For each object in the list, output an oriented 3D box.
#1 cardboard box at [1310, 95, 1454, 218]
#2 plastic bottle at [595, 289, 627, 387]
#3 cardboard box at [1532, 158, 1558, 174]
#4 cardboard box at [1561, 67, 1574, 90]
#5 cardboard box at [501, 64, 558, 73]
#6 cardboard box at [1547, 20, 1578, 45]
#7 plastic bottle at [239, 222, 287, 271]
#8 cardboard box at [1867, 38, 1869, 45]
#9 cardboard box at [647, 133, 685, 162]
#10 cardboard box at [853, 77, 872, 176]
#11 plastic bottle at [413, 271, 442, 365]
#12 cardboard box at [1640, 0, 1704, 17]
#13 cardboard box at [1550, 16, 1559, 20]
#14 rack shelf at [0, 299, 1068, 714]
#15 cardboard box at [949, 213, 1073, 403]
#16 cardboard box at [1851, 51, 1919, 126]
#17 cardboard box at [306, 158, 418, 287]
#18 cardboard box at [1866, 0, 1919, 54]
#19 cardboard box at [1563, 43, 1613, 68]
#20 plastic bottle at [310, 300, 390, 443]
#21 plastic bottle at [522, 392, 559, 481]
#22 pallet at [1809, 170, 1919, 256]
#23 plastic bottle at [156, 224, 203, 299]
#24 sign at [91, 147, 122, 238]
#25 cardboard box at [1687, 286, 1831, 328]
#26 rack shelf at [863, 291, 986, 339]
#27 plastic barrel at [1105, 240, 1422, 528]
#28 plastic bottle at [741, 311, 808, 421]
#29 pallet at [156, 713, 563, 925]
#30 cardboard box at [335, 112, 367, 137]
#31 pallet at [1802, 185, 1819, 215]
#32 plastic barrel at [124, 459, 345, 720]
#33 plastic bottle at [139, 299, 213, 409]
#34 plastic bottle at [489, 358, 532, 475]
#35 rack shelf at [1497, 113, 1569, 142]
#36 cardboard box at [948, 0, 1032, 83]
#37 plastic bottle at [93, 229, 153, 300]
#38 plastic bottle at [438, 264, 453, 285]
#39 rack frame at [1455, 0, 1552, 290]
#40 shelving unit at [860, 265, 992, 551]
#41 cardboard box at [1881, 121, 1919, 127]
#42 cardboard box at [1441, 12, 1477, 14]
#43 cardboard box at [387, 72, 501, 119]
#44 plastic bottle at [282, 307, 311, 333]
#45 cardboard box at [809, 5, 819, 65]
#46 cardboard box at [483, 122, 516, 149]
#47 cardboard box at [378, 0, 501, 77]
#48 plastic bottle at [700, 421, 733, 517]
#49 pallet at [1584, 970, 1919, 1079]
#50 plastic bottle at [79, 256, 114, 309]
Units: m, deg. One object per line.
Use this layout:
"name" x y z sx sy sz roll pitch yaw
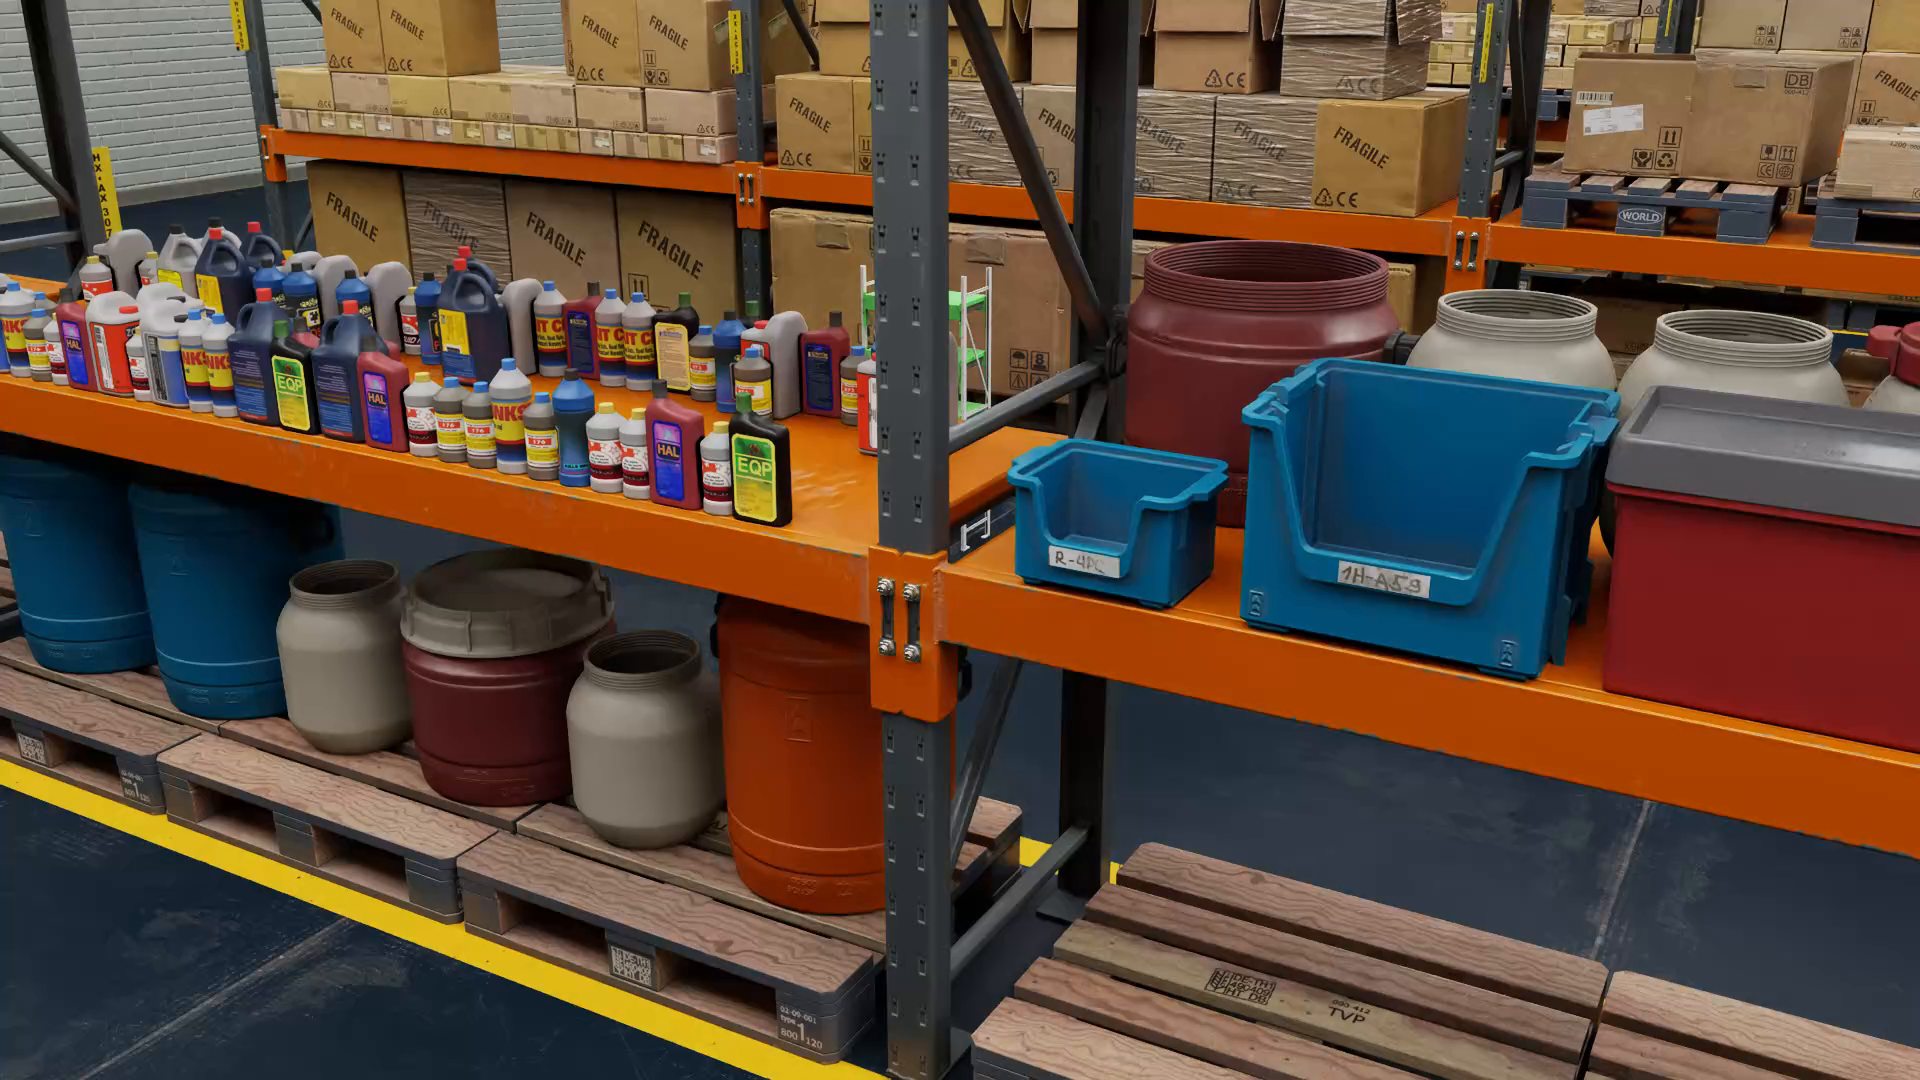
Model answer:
"cardboard box" 1.989 -1.821 7.840 0.500 0.500 0.500 12 23 29
"plastic bottle" -0.989 -0.580 4.755 0.097 0.271 0.097 0 20 0
"cardboard box" 4.323 -2.636 12.184 0.500 0.250 0.500 10 22 26
"cardboard box" 4.393 -3.250 11.679 0.250 0.149 0.380 11 23 28
"cardboard box" -3.004 -2.995 11.007 0.500 0.250 0.500 10 22 25
"cardboard box" 4.179 -3.572 11.694 0.250 0.149 0.380 10 22 27
"plastic bottle" -2.243 -0.847 5.374 0.185 0.351 0.144 11 23 27
"cardboard box" 8.244 -4.518 15.174 0.250 0.149 0.380 11 23 28
"cardboard box" -1.602 -2.309 9.700 0.250 0.149 0.380 11 23 28
"cardboard box" -0.232 -2.244 9.006 0.500 0.500 0.500 11 23 27
"plastic bottle" -1.584 -0.670 5.002 0.097 0.271 0.097 0 20 0
"cardboard box" 6.795 -5.241 15.803 0.500 0.500 0.500 10 22 26
"cardboard box" 4.291 -3.805 12.337 0.250 0.149 0.380 11 23 27
"rack shelf" -1.621 -0.286 4.809 4.000 0.370 1.077 11 23 27
"cardboard box" 0.398 -1.381 9.273 0.875 0.875 1.225 10 22 25
"cardboard box" 6.194 -2.950 10.952 0.500 0.500 0.500 11 23 27
"cardboard box" -3.845 -2.212 11.565 0.875 0.875 0.875 11 23 27
"cardboard box" 6.326 -3.497 10.993 0.500 0.500 0.700 10 22 26
"cardboard box" 4.395 -3.391 11.632 0.250 0.149 0.380 11 23 28
"plastic bottle" -1.552 -0.437 4.245 0.185 0.351 0.144 11 23 27
"plastic bottle" -0.984 -0.250 3.947 0.097 0.201 0.097 0 20 0
"pallet" 4.289 -1.359 6.993 1.213 0.211 1.003 11 23 27
"plastic bottle" -2.475 -0.835 5.341 0.185 0.351 0.144 11 23 27
"sign" -3.097 -1.250 6.007 0.005 0.325 0.100 11 23 27
"cardboard box" 3.609 -0.963 7.541 0.500 0.250 0.500 14 24 33
"rack shelf" -0.144 -0.983 7.095 0.480 0.148 0.258 11 23 27
"plastic barrel" 0.678 -0.368 3.782 0.708 0.536 0.600 11 23 27
"plastic bottle" -0.499 -0.478 4.467 0.135 0.276 0.152 11 23 27
"pallet" -1.644 0.697 5.133 1.213 0.211 1.003 11 23 27
"cardboard box" -3.846 -2.736 10.878 0.250 0.149 0.380 10 22 26
"pallet" 8.055 -3.275 16.084 1.213 0.211 1.003 11 23 27
"plastic barrel" -2.282 0.046 5.302 0.708 0.901 0.600 11 23 27
"plastic bottle" -2.137 -0.515 4.569 0.135 0.276 0.152 11 23 27
"plastic bottle" -1.069 -0.299 3.979 0.097 0.271 0.097 0 20 0
"rack shelf" 3.302 -3.220 12.899 4.000 0.370 1.077 11 23 27
"cardboard box" 0.204 -2.728 8.870 0.637 0.503 0.797 11 23 28
"plastic bottle" -2.865 -0.929 5.709 0.135 0.276 0.152 11 23 27
"plastic bottle" -1.561 -0.702 5.073 0.133 0.283 0.061 11 23 27
"rack frame" 2.541 -1.766 7.835 0.127 3.000 1.000 11 23 27
"shelving unit" -0.144 -0.592 7.236 0.503 1.200 0.258 11 23 27
"cardboard box" 4.128 -1.703 7.243 0.258 0.266 0.396 10 22 26
"cardboard box" 5.025 -5.219 16.840 0.500 0.250 0.500 11 23 28
"cardboard box" -3.262 -2.836 10.569 0.500 0.250 0.500 10 22 26
"plastic bottle" -1.809 -0.496 4.523 0.097 0.271 0.097 0 20 0
"cardboard box" -1.199 -4.505 14.802 0.500 0.500 0.500 11 23 27
"cardboard box" -2.721 -2.523 10.289 0.250 0.149 0.380 11 23 28
"cardboard box" -3.264 -3.191 10.446 0.500 0.500 0.500 10 22 26
"plastic bottle" -0.528 -0.163 3.707 0.097 0.201 0.097 0 20 0
"pallet" 1.844 1.363 3.298 1.213 0.211 1.003 11 23 27
"plastic bottle" -2.909 -0.854 5.611 0.097 0.201 0.097 0 20 0
